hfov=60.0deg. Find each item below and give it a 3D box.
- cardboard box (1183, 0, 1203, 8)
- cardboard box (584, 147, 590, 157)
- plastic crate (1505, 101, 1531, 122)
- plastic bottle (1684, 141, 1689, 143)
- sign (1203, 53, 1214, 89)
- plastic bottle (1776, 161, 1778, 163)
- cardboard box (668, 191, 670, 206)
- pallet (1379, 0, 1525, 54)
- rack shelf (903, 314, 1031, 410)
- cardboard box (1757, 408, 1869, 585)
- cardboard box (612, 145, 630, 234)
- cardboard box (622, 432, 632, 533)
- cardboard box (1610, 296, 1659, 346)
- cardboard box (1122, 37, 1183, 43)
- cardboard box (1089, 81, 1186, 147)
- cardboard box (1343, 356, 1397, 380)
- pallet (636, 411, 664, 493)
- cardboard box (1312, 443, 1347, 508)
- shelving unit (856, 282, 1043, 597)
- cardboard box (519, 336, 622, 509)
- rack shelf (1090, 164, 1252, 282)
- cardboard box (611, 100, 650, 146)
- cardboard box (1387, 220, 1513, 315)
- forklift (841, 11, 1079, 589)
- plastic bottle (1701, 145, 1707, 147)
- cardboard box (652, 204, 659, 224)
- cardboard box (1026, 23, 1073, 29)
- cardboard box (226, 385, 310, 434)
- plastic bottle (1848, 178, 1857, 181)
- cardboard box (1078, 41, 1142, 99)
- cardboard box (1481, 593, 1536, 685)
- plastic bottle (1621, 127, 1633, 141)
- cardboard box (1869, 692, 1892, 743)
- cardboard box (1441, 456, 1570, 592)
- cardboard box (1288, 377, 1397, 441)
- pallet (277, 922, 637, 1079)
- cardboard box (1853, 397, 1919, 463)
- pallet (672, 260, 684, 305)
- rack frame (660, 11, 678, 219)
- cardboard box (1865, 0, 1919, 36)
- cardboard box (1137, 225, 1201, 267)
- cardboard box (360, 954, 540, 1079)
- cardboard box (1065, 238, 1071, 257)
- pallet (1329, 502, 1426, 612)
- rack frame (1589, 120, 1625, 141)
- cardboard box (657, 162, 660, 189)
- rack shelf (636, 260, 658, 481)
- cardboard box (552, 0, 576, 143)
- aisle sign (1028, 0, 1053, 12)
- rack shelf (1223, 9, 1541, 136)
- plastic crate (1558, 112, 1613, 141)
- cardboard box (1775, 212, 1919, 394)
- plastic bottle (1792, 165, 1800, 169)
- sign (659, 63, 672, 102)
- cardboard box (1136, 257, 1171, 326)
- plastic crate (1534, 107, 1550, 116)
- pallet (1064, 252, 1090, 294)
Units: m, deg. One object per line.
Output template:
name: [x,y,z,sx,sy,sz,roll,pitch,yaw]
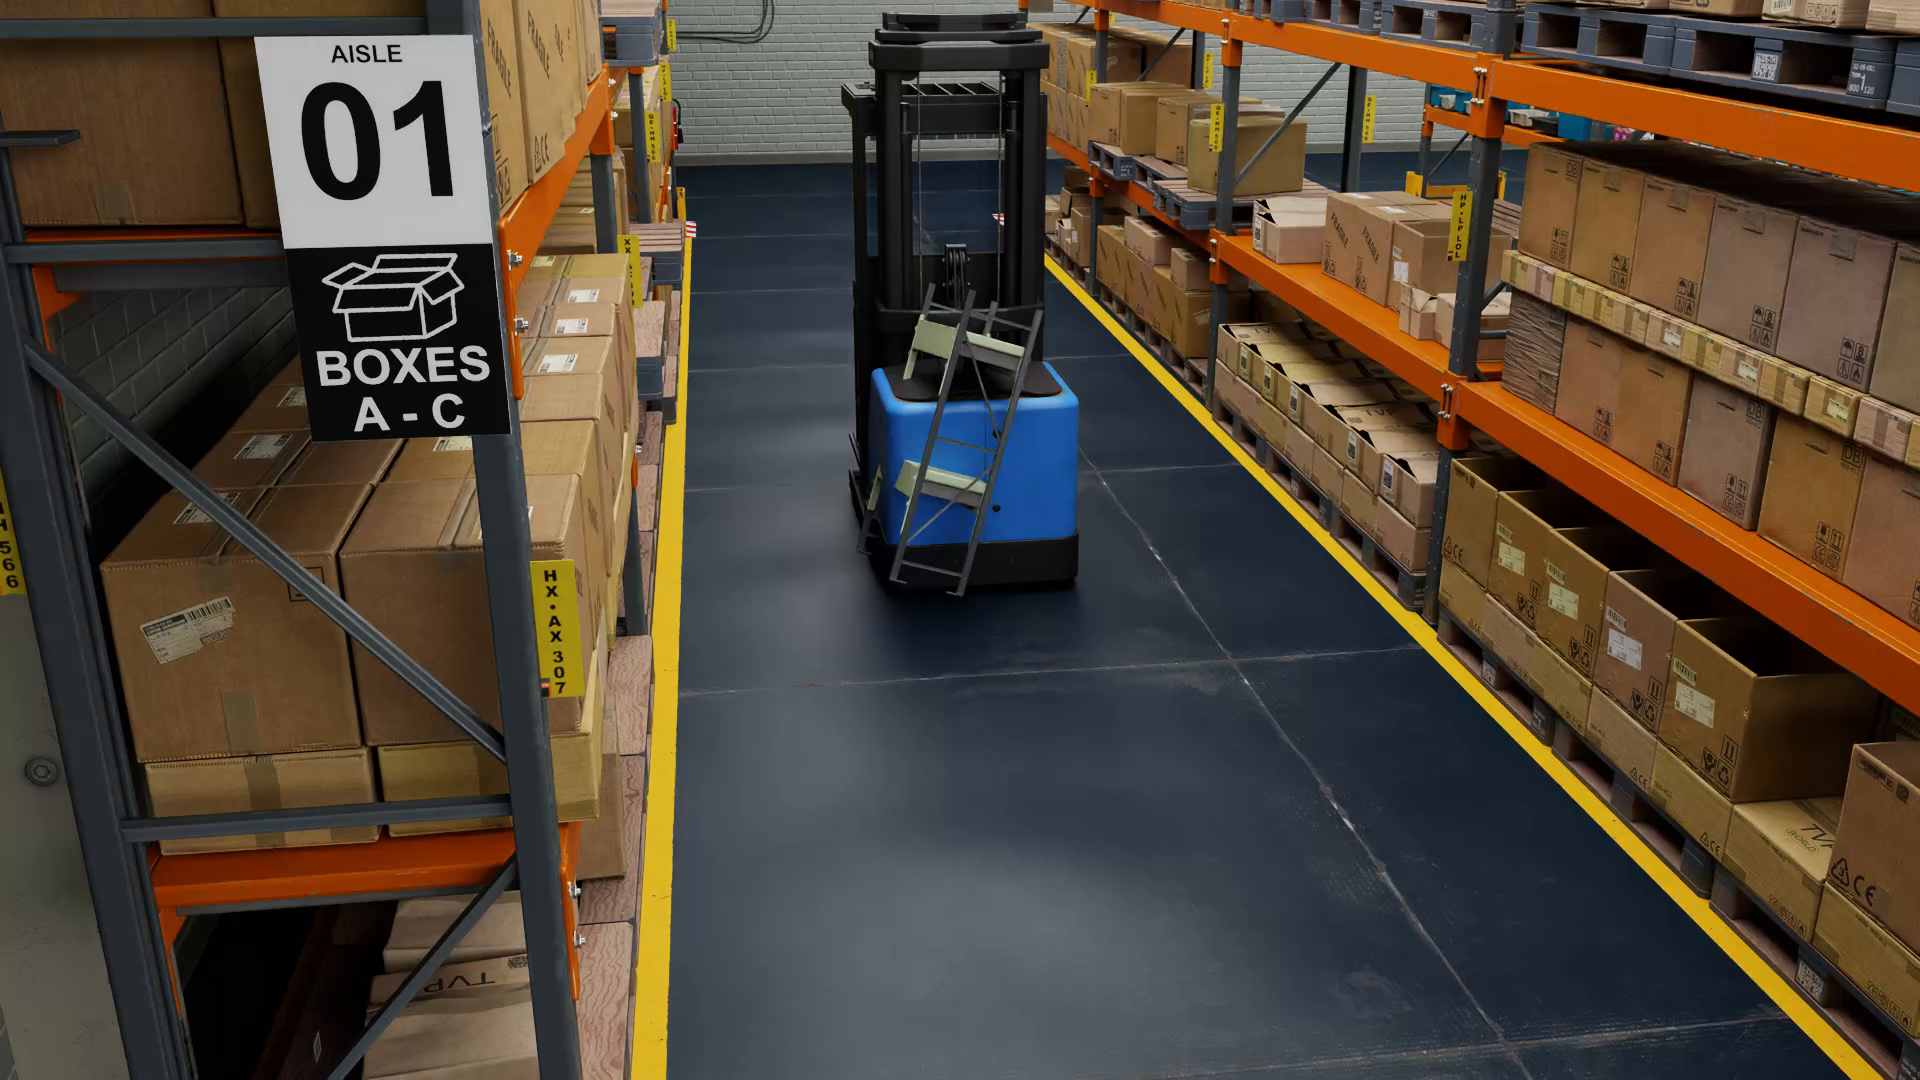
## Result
cardboard box: [2.153,-4.168,12.159,0.910,0.500,0.500,-3,21,-8]
cardboard box: [-2.439,-2.467,10.336,0.380,0.149,0.250,-6,21,-17]
plastic crate: [6.014,-4.696,18.157,0.416,0.233,0.300,-3,21,-8]
plastic bottle: [6.471,-3.466,14.885,0.152,0.276,0.135,-3,21,-8]
sign: [2.295,-4.347,15.413,0.100,0.325,0.005,-3,21,-8]
plastic bottle: [7.247,-3.344,14.666,0.097,0.201,0.097,0,20,0]
cardboard box: [-3.106,-3.426,16.648,0.380,0.149,0.250,-4,21,-9]
pallet: [2.759,-2.626,8.445,0.805,0.209,1.217,-4,21,-10]
rack shelf: [0.029,-0.916,8.638,0.431,0.370,0.720,13,7,-19]
cardboard box: [3.275,-0.183,5.777,0.700,0.500,0.500,-3,21,-7]
cardboard box: [-2.501,-2.230,10.628,0.700,0.500,0.500,-5,21,-14]
cardboard box: [-1.483,-0.198,6.146,0.500,0.250,0.500,-3,21,-8]
cardboard box: [2.895,-0.900,6.768,0.380,0.149,0.250,-4,21,-10]
cardboard box: [1.882,-4.646,16.297,0.500,0.500,0.500,-4,21,-9]
cardboard box: [1.593,-3.843,14.977,0.700,0.500,0.500,-10,23,-26]
cardboard box: [2.793,-1.038,10.737,0.500,0.311,0.500,-3,21,-8]
pallet: [-2.468,-0.562,10.920,1.003,0.211,1.213,-3,21,-8]
cardboard box: [2.407,-0.395,9.817,0.500,0.250,0.500,-2,21,-7]
shelving unit: [-0.076,-0.543,8.683,0.431,1.500,0.755,13,7,-19]
cardboard box: [-1.413,-0.369,5.531,0.500,0.500,0.500,-2,21,-6]
rack shelf: [2.034,-2.746,13.809,1.077,0.370,4.000,-3,21,-8]
cardboard box: [-2.393,-2.866,11.435,0.500,0.250,0.500,-2,21,-6]
cardboard box: [2.729,-1.501,9.306,0.500,0.500,0.500,-1,21,-4]
forklift: [-0.096,-1.591,9.787,1.130,2.935,3.031,-3,21,-8]
plastic bottle: [6.494,-3.342,14.560,0.097,0.271,0.097,0,20,0]
cardboard box: [-2.380,-2.340,12.026,0.380,0.149,0.250,-2,21,-6]
cardboard box: [0.972,-5.508,18.606,0.500,0.500,0.500,-2,21,-6]
cardboard box: [-1.846,-0.166,4.987,0.500,0.500,0.500,-3,21,-9]
plastic bottle: [7.408,-3.039,13.733,0.061,0.283,0.133,-3,21,-8]
cardboard box: [1.417,-4.452,15.778,0.500,0.500,0.500,-3,21,-7]
cardboard box: [2.733,0.435,7.593,0.500,0.250,0.500,-3,21,-8]
plastic bottle: [6.298,-3.774,15.702,0.061,0.283,0.133,-3,21,-8]
cardboard box: [3.460,0.577,6.141,0.500,0.500,0.500,-3,21,-8]
cardboard box: [2.656,-0.089,7.925,0.500,0.500,0.500,-3,21,-8]
cardboard box: [2.337,-0.829,10.178,0.500,0.311,0.500,-3,21,-8]
pallet: [-1.519,1.628,5.057,1.003,0.211,1.213,-3,21,-8]
cardboard box: [3.122,-0.360,5.323,0.380,0.149,0.250,-3,21,-7]
pallet: [-3.188,-2.485,16.068,1.003,0.211,1.213,-3,21,-8]
rack frame: [-3.732,-4.909,18.573,1.000,3.000,0.127,-3,21,-8]
cardboard box: [3.049,-1.603,4.848,0.500,0.250,0.500,-3,21,-8]
cardboard box: [1.791,-2.462,13.893,0.500,0.250,0.500,-3,21,-9]
cardboard box: [-1.436,1.440,4.787,0.500,0.311,0.500,-5,21,-14]
cardboard box: [1.270,-2.956,16.788,0.380,0.149,0.250,-3,21,-8]
pallet: [2.754,0.048,9.286,1.003,0.211,1.213,-3,21,-8]
rack frame: [6.648,-4.024,16.202,1.000,3.000,0.127,-3,21,-8]
cardboard box: [-2.533,-2.869,12.515,0.500,0.500,0.500,-3,21,-8]
rack shelf: [-2.291,-1.110,9.428,1.077,0.370,4.000,-3,21,-8]
cardboard box: [-1.347,-1.326,4.522,0.500,0.500,0.500,-2,21,-5]
aisle sign: [0.869,-6.387,18.814,0.394,0.787,0.004,-3,21,-8]
rack shelf: [2.611,-2.766,9.576,1.077,0.370,4.000,-3,21,-8]
plastic crate: [6.243,-4.189,16.581,0.392,0.384,0.575,-3,21,-8]
cardboard box: [3.259,-0.812,5.606,0.700,0.500,0.500,-3,21,-8]
plastic bottle: [6.684,-2.885,13.338,0.097,0.271,0.097,0,20,0]
sign: [-2.620,-4.060,14.758,0.100,0.325,0.005,-3,21,-8]
cardboard box: [1.799,-2.098,13.990,0.500,0.500,0.500,-4,21,-10]
plastic crate: [6.521,-4.742,18.417,0.298,0.136,0.250,-3,21,-8]
pallet: [1.648,-2.707,16.662,1.003,0.211,1.213,-3,21,-8]
